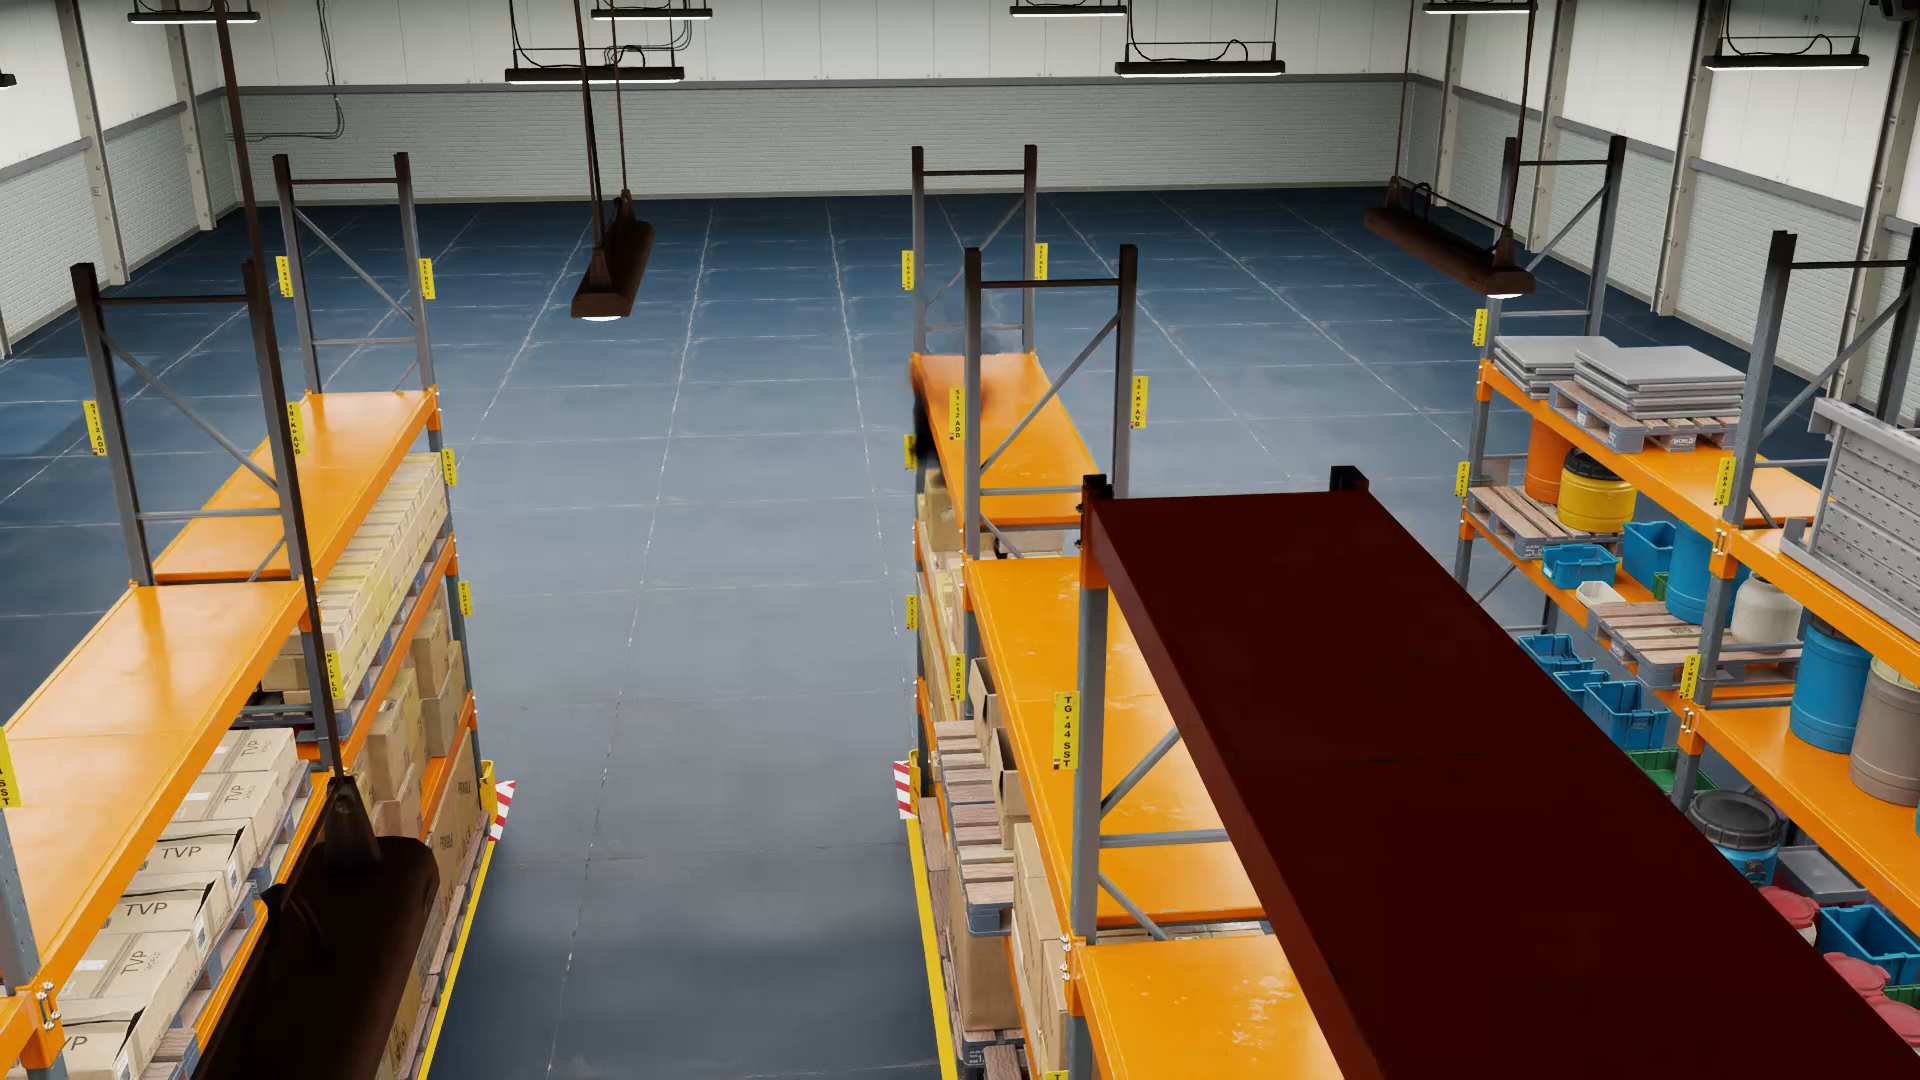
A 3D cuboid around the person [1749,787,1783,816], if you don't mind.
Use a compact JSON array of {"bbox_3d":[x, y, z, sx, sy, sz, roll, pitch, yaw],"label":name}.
[{"bbox_3d":[6.641,2.236,13.828,0.517,1.608,0.631,-4,22,-9],"label":"person"}]
